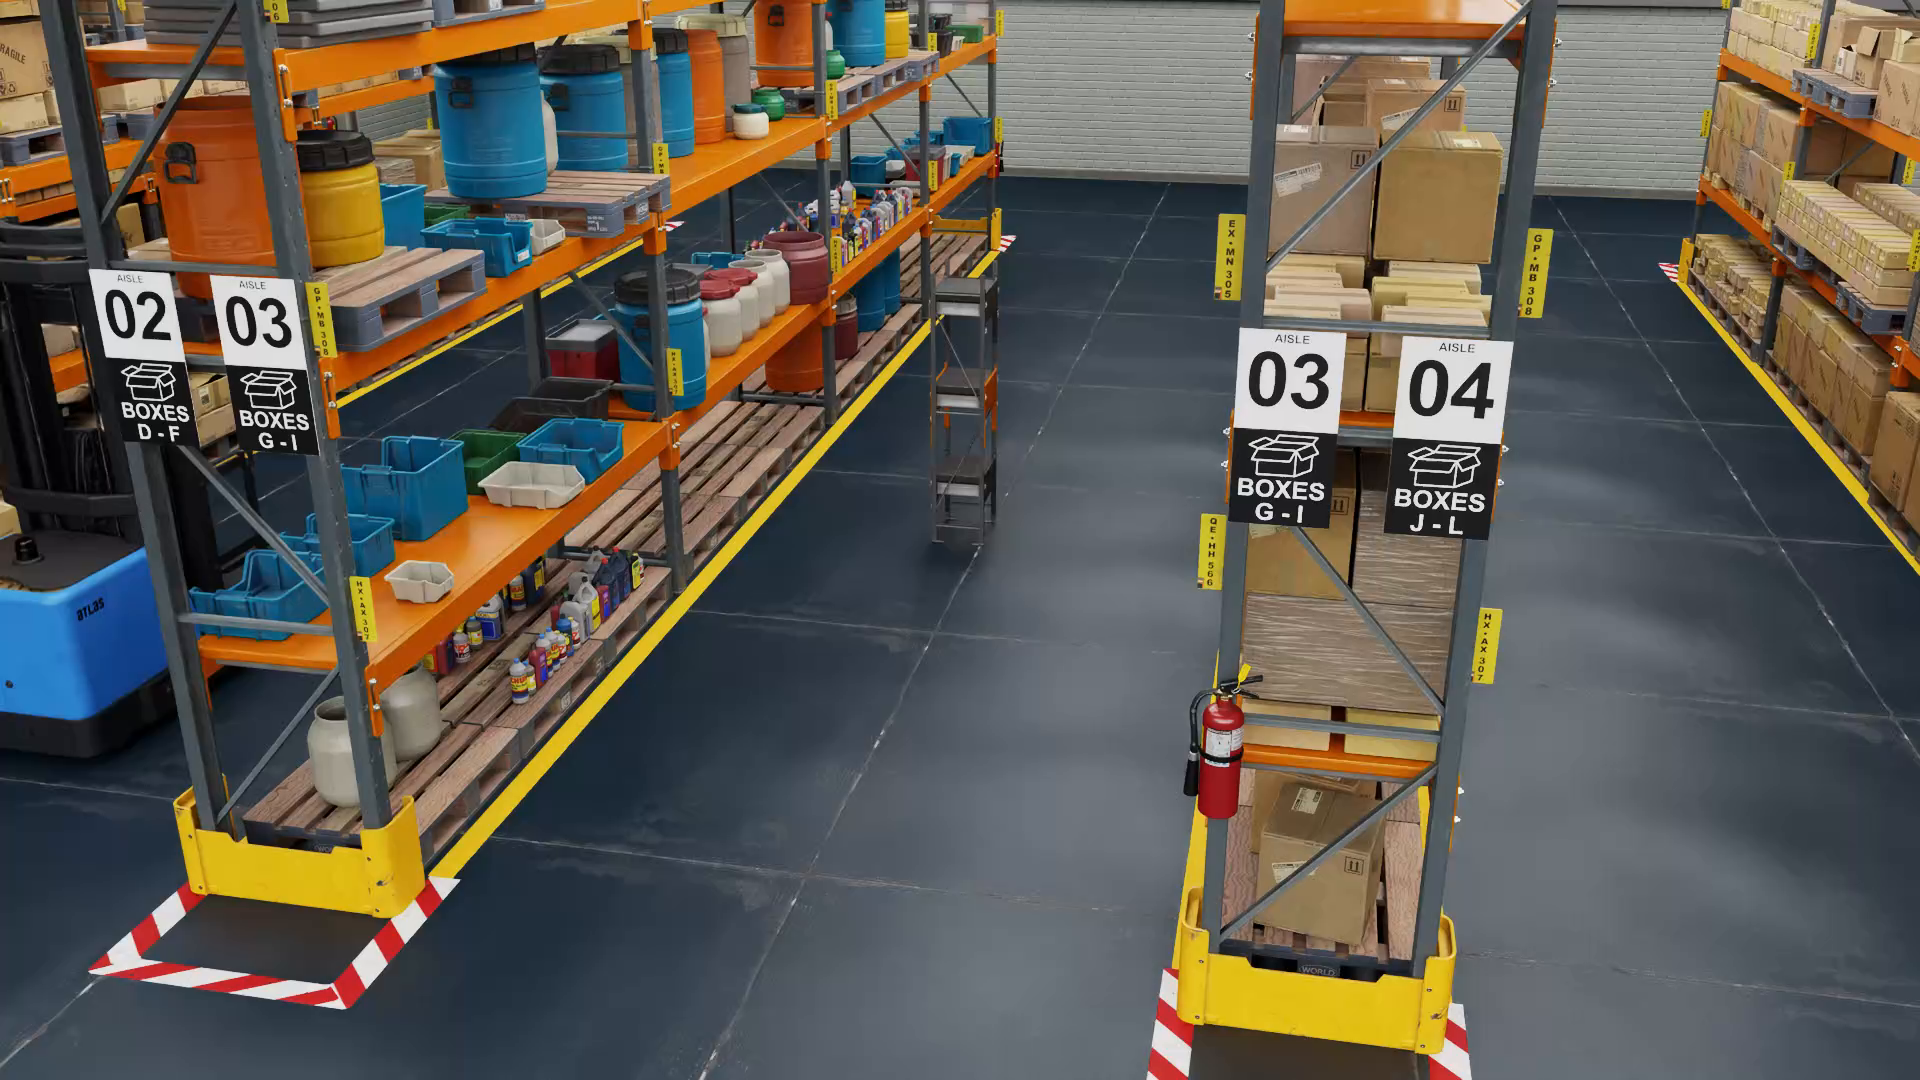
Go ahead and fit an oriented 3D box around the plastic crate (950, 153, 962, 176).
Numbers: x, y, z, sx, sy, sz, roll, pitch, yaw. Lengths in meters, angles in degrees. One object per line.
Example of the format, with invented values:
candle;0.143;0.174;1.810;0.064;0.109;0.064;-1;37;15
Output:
plastic crate;-0.192;-4.626;20.468;0.416;0.233;0.300;4;22;11

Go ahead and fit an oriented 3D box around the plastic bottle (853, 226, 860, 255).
plastic bottle;-1.032;-2.937;16.303;0.097;0.271;0.097;0;22;0

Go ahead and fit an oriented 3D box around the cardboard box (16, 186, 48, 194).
cardboard box;-10.688;-4.191;18.685;0.500;0.500;0.500;5;22;12

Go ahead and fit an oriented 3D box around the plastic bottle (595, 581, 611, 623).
plastic bottle;-2.353;0.389;10.920;0.061;0.283;0.133;6;23;14

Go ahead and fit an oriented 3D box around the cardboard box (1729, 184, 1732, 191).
cardboard box;9.236;-4.148;19.474;0.380;0.149;0.250;6;23;13

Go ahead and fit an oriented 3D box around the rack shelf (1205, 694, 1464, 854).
rack shelf;1.968;0.385;8.845;1.077;0.370;4.000;4;22;11

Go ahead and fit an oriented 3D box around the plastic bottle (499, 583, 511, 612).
plastic bottle;-3.082;0.300;11.051;0.144;0.351;0.185;4;22;9

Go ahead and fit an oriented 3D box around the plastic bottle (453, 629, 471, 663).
plastic bottle;-3.110;0.656;10.366;0.097;0.201;0.097;0;22;0

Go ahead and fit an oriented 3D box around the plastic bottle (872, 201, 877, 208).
plastic bottle;-0.907;-3.440;17.551;0.097;0.271;0.097;0;22;0

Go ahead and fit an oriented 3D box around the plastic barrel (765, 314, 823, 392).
plastic barrel;-1.573;-1.889;15.871;0.600;0.830;0.708;4;22;11

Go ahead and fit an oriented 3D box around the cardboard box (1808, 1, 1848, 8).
cardboard box;9.624;-5.879;18.418;0.380;0.149;0.250;4;22;10

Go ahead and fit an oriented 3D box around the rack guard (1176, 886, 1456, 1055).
rack guard;1.576;1.915;7.431;1.175;0.500;0.348;4;22;11

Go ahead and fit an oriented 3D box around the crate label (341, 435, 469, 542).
crate label;-3.178;-0.305;9.548;0.502;0.435;0.616;4;22;11

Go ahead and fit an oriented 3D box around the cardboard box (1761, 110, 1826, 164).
cardboard box;8.775;-4.221;17.448;0.500;0.500;0.500;4;22;9

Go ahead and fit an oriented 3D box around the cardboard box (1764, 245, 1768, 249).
cardboard box;9.764;-3.397;19.731;0.380;0.149;0.250;4;22;10

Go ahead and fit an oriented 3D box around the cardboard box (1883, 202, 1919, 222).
cardboard box;8.738;-3.005;15.277;0.380;0.149;0.250;4;22;9

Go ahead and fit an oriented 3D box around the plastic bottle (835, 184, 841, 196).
plastic bottle;-1.359;-3.779;18.377;0.061;0.283;0.133;4;22;11

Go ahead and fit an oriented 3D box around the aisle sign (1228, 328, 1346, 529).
aisle sign;1.254;-0.423;6.409;0.394;0.787;0.004;4;22;11

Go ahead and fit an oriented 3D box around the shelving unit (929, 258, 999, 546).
shelving unit;0.034;-1.035;12.612;0.431;2.100;0.503;4;22;11

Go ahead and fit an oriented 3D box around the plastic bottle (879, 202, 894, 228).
plastic bottle;-0.781;-3.439;17.543;0.152;0.276;0.135;4;22;11

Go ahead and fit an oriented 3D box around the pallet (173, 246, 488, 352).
pallet;-3.024;-1.194;8.040;1.003;0.211;1.213;4;22;11

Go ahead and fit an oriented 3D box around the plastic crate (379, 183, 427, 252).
plastic crate;-3.194;-1.699;9.063;0.392;0.384;0.575;4;22;11

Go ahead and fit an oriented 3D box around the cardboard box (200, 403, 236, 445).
cardboard box;-6.682;-1.047;14.556;0.500;0.250;0.500;5;22;12

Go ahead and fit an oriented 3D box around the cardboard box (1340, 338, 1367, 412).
cardboard box;1.410;-0.735;6.848;0.500;0.250;0.500;5;22;12

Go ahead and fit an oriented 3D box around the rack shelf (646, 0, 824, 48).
rack shelf;-2.064;-4.053;12.369;1.077;0.370;4.000;4;22;11

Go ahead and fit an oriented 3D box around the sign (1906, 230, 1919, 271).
sign;7.495;-2.266;13.021;0.100;0.325;0.005;4;22;11

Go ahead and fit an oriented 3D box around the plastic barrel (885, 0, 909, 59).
plastic barrel;-0.827;-5.308;17.188;0.600;0.588;0.600;0;22;0

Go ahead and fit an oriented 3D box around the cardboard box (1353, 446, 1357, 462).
cardboard box;2.149;-0.411;7.988;0.500;0.500;0.500;4;22;11

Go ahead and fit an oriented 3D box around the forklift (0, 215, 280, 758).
forklift;-5.131;-0.627;10.486;1.130;2.935;3.031;5;22;12

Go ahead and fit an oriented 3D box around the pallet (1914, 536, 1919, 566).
pallet;7.542;0.293;11.843;1.003;0.211;1.213;4;22;11

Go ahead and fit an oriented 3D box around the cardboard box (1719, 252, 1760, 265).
cardboard box;9.070;-3.246;19.356;0.380;0.149;0.250;5;23;13

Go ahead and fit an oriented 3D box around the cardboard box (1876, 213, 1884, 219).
cardboard box;8.799;-2.959;15.562;0.380;0.149;0.250;4;22;9

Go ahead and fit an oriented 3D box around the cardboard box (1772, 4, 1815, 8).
cardboard box;9.025;-5.725;18.037;0.380;0.149;0.250;5;23;13

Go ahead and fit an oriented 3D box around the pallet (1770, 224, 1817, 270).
pallet;8.546;-2.833;16.130;1.003;0.211;1.213;4;22;11

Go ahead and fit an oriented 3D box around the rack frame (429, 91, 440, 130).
rack frame;-5.688;-4.362;19.670;1.000;3.000;0.127;4;22;11

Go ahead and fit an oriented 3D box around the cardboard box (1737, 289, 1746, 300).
cardboard box;8.858;-2.719;18.445;0.380;0.149;0.250;5;22;12

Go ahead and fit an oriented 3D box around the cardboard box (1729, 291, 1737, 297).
cardboard box;8.921;-2.701;18.800;0.380;0.149;0.250;5;22;12

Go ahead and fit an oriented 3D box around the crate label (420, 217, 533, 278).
crate label;-2.583;-1.576;8.937;0.502;0.251;0.408;4;22;11

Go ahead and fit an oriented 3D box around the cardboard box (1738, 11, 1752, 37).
cardboard box;9.211;-5.876;18.944;0.500;0.250;0.500;4;22;10

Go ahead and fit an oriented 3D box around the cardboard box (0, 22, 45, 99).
cardboard box;-7.156;-3.524;12.207;0.500;0.500;0.500;5;22;12

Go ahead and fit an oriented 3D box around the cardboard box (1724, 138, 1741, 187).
cardboard box;9.102;-4.319;19.030;0.500;0.500;0.500;5;22;12

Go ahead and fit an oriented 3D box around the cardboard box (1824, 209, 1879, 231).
cardboard box;7.999;-2.864;14.928;0.380;0.149;0.250;5;23;13

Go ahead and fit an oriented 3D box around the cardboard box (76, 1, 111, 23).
cardboard box;-10.628;-6.570;20.641;0.500;0.250;0.500;5;22;11

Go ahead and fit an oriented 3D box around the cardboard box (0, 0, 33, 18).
cardboard box;-10.876;-5.858;18.647;0.700;0.500;0.500;4;22;10

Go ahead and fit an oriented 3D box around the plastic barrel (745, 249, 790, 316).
plastic barrel;-1.657;-2.180;14.101;0.421;0.512;0.421;0;22;0

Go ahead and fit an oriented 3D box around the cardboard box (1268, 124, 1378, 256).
cardboard box;1.629;-1.611;7.622;0.500;0.500;0.500;4;22;11

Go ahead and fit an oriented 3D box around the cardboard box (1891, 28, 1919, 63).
cardboard box;8.098;-4.160;13.995;0.396;0.266;0.258;4;22;11

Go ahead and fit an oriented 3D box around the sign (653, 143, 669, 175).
sign;-1.936;-2.407;10.788;0.100;0.325;0.005;4;22;11

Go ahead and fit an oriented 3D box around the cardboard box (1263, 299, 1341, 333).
cardboard box;1.311;-0.849;6.599;0.380;0.149;0.250;4;22;11

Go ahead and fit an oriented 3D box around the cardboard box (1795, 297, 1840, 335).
cardboard box;8.328;-2.129;15.904;0.500;0.250;0.500;5;22;12

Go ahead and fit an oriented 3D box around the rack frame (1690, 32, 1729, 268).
rack frame;9.660;-4.654;20.393;1.000;3.000;0.127;4;22;11

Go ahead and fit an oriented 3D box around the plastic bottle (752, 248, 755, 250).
plastic bottle;-1.950;-2.650;15.683;0.097;0.201;0.097;0;22;0

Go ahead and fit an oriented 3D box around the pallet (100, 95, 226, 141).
pallet;-6.781;-3.539;13.863;1.003;0.211;1.213;6;23;13

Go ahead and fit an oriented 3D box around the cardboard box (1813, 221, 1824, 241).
cardboard box;8.050;-2.818;15.211;0.380;0.149;0.250;4;22;10

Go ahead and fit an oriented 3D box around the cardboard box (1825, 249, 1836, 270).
cardboard box;7.945;-2.490;14.796;0.380;0.149;0.250;5;23;13

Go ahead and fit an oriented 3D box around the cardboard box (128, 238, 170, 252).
cardboard box;-6.831;-2.331;14.492;0.500;0.500;0.500;3;22;8

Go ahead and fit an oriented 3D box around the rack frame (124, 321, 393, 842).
rack frame;-3.288;0.405;7.832;1.000;3.000;0.127;4;22;11
